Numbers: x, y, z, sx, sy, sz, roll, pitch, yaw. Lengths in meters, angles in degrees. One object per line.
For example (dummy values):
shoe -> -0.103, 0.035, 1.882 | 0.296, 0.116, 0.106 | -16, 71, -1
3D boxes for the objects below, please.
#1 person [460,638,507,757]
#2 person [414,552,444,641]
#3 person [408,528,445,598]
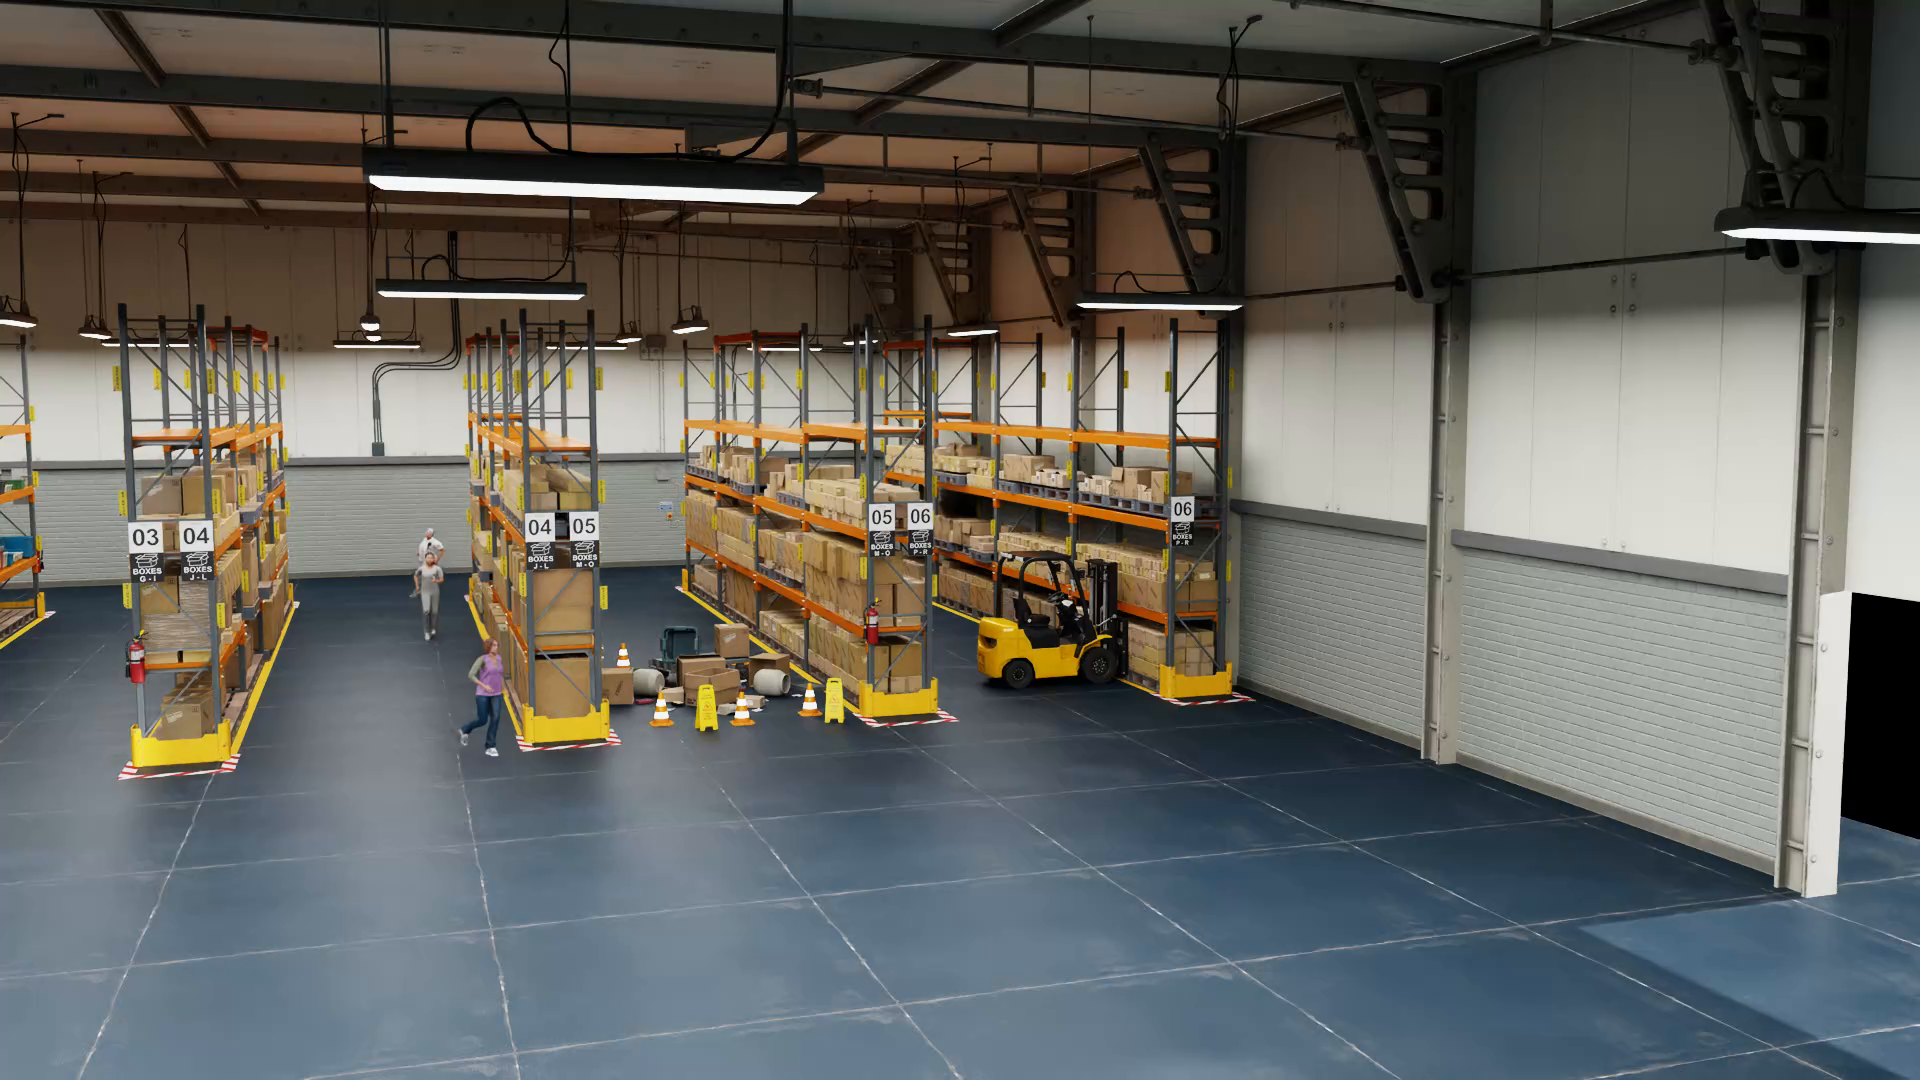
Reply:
person -> -6.377, 2.106, 22.501 | 0.774, 1.538, 0.593 | 4, 7, 38
person -> -10.350, 1.092, 32.467 | 0.533, 1.721, 0.746 | -2, 6, -23
person -> -12.416, 0.526, 38.725 | 0.777, 1.640, 0.760 | 4, 7, 38
